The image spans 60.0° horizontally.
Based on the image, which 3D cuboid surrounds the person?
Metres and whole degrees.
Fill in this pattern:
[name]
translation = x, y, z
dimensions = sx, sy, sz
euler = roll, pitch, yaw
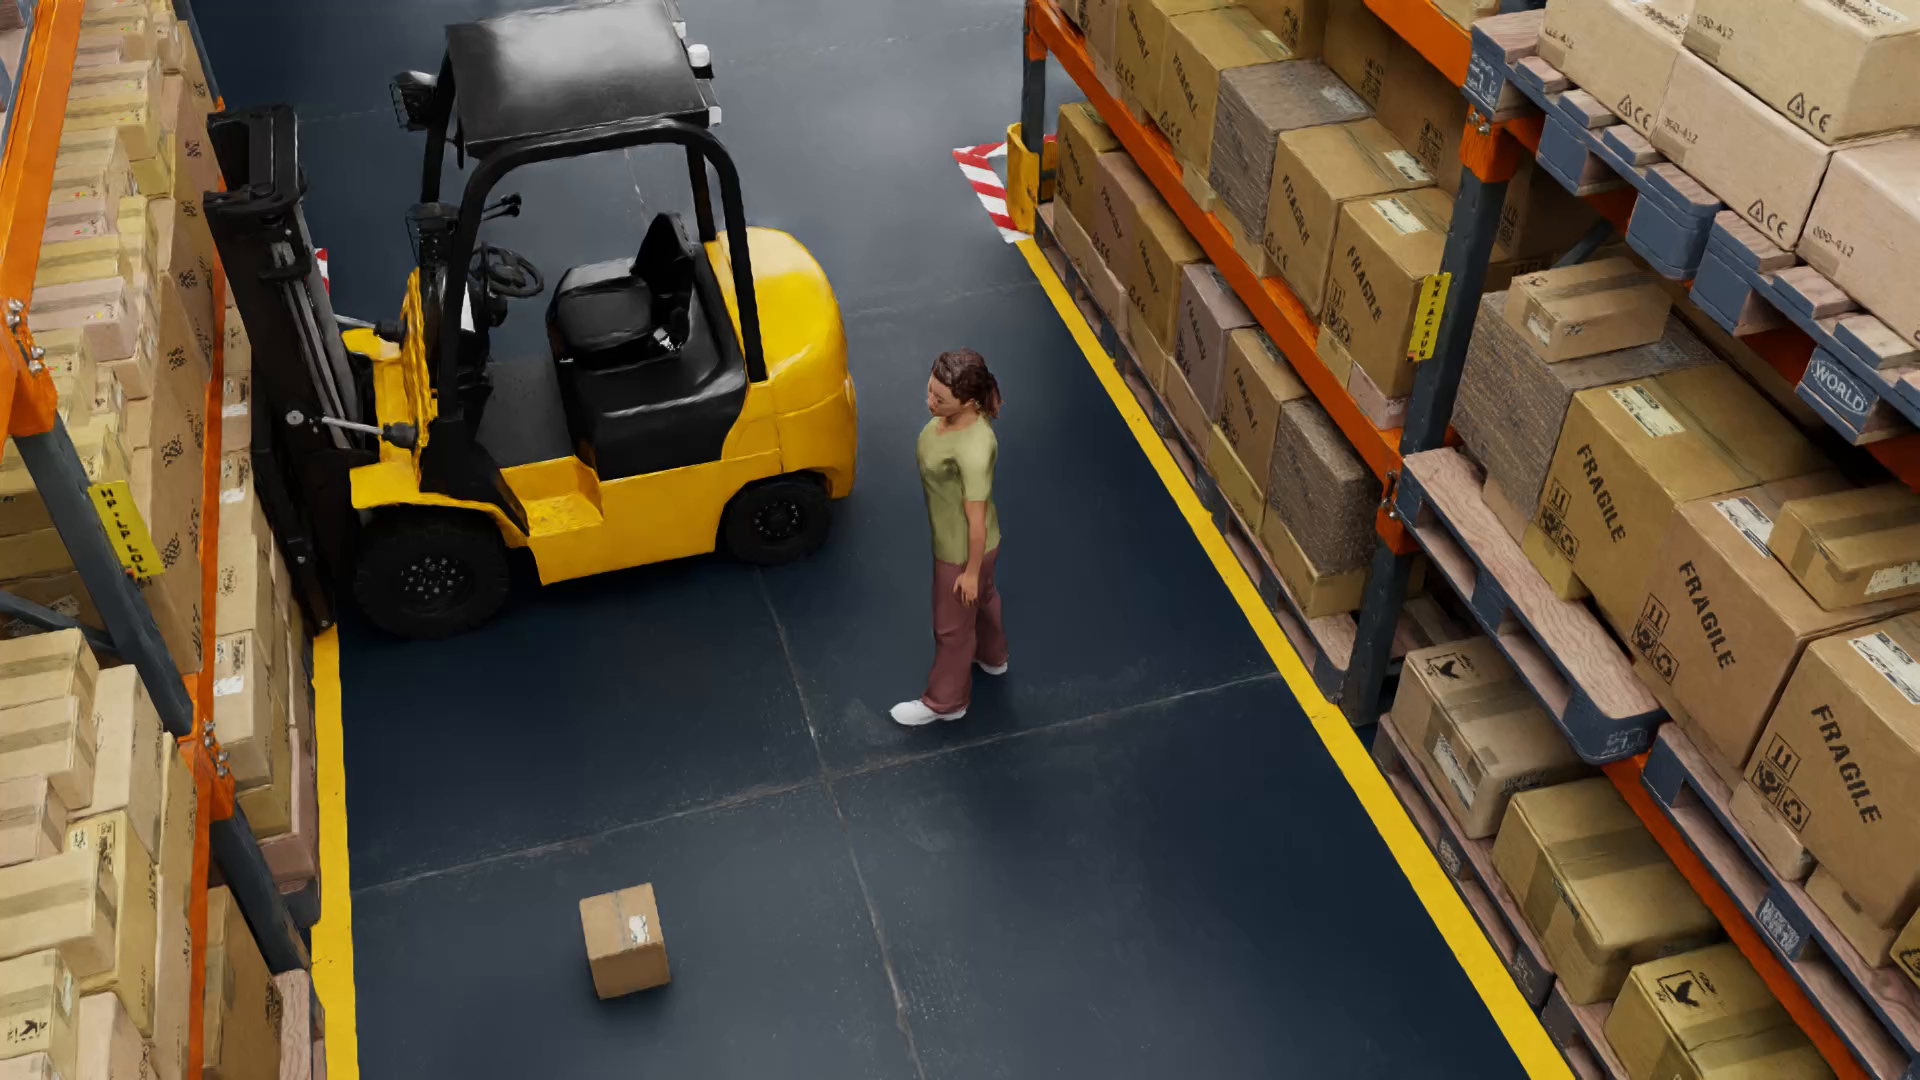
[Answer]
[person]
translation = -0.040, 0.079, 6.226
dimensions = 0.493, 1.421, 0.546
euler = -3, 42, -4
